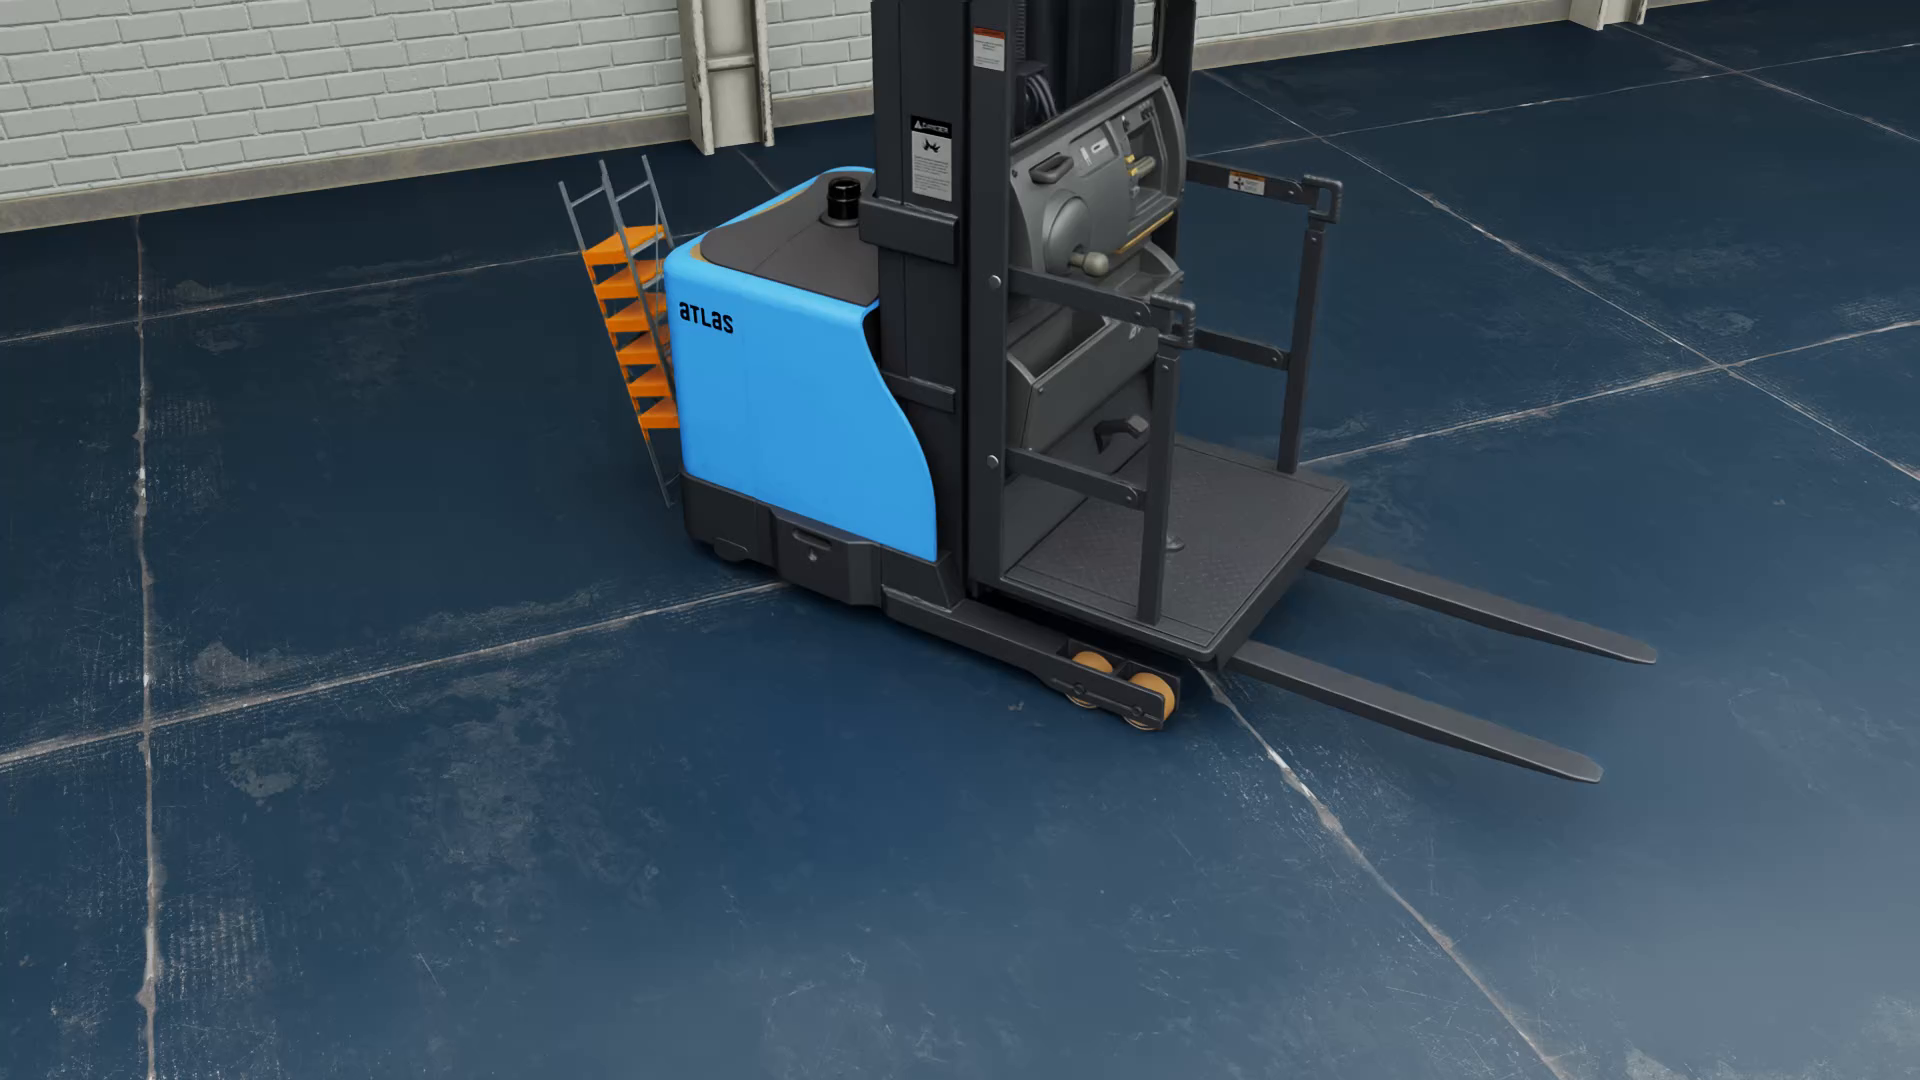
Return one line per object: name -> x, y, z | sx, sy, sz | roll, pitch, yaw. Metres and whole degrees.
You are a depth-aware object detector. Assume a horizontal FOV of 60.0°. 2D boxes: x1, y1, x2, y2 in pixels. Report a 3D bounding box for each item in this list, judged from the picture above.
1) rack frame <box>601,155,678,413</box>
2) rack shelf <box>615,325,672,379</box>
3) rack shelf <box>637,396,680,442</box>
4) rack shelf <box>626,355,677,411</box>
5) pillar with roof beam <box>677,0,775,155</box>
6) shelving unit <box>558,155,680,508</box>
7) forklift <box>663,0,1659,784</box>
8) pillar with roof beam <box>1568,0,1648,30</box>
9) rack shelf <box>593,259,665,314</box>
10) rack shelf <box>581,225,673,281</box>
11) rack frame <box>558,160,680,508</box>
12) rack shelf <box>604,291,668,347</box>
rack frame -> -0.958, -0.690, 5.659 | 0.006, 1.200, 0.240 | 2, 30, 29
rack shelf -> -1.028, -0.653, 5.723 | 0.180, 0.103, 0.258 | 2, 30, 29
rack shelf -> -0.975, -0.444, 5.828 | 0.180, 0.103, 0.258 | 2, 30, 29
rack shelf -> -1.002, -0.549, 5.776 | 0.180, 0.103, 0.258 | 2, 30, 29
pillar with roof beam -> 0.417, -3.791, 3.325 | 0.400, 9.000, 9.100 | -13, 35, -19
shelving unit -> -1.038, -0.692, 5.703 | 0.189, 1.200, 0.258 | 2, 30, 29
forklift -> 0.578, -1.002, 4.602 | 3.031, 2.935, 1.130 | 19, 38, 27
pillar with roof beam -> 5.949, -5.058, 5.272 | 0.400, 9.000, 9.100 | -13, 35, -19
rack shelf -> -1.081, -0.862, 5.617 | 0.180, 0.103, 0.258 | 2, 30, 29
rack shelf -> -1.108, -0.967, 5.565 | 0.180, 0.103, 0.258 | 2, 30, 29
rack frame -> -1.118, -0.694, 5.748 | 0.006, 1.200, 0.240 | 2, 30, 29
rack shelf -> -1.055, -0.758, 5.670 | 0.180, 0.103, 0.258 | 2, 30, 29
